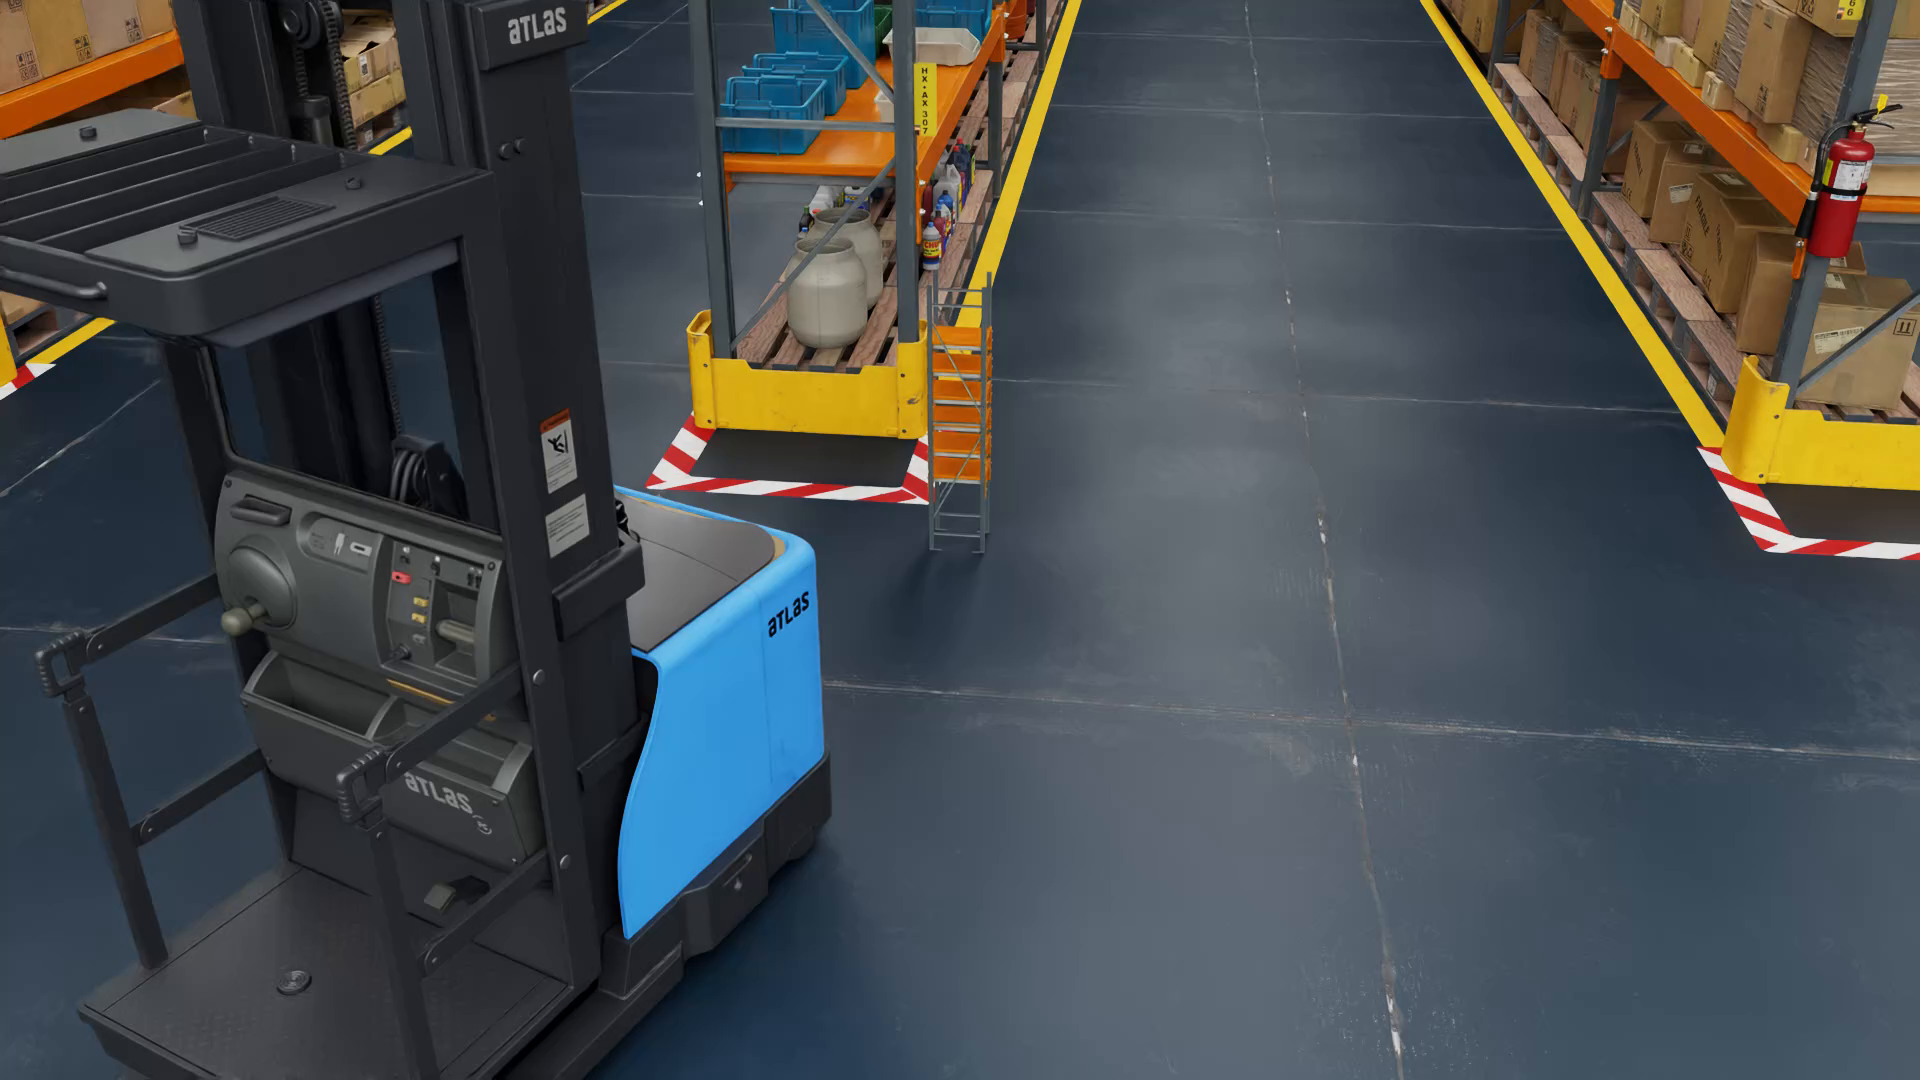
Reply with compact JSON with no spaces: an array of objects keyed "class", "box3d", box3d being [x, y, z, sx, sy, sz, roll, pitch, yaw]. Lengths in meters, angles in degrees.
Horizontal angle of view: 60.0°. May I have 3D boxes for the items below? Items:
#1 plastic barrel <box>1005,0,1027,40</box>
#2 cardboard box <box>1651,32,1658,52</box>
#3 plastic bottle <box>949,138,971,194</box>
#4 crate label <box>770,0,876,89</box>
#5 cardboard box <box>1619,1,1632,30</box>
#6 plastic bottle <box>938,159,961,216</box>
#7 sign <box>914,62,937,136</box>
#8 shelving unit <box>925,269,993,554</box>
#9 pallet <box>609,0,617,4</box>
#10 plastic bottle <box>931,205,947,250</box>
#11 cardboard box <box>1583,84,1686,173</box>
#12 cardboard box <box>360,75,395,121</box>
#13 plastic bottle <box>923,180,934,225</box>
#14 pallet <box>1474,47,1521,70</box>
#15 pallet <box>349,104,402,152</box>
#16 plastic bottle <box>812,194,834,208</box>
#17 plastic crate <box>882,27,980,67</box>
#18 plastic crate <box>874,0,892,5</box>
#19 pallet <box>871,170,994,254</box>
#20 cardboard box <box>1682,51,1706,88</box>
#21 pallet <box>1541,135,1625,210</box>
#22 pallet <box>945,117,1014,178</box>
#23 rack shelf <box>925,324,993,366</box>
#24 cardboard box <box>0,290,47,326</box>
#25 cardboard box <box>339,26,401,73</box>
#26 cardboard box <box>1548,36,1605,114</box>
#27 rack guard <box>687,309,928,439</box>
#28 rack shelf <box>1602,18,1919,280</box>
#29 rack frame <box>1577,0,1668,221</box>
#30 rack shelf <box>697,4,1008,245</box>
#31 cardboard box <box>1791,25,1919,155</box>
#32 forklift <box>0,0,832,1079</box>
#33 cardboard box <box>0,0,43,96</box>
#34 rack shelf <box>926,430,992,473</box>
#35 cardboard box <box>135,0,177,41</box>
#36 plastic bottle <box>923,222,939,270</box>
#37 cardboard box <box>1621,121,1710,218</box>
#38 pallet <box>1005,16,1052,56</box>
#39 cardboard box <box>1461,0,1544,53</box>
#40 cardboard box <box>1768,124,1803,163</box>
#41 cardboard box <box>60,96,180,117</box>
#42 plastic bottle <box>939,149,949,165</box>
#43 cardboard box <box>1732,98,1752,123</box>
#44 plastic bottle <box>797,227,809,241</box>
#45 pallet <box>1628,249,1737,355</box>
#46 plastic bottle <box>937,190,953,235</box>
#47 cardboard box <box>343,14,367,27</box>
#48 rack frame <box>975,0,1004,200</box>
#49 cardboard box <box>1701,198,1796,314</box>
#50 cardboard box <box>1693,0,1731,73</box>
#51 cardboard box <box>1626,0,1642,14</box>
[{"class":"plastic barrel","box3d":[0.323,-5.115,15.428,0.600,0.830,0.708,3,28,6]},{"class":"cardboard box","box3d":[4.313,-2.935,9.800,0.380,0.149,0.250,3,28,6]},{"class":"plastic bottle","box3d":[-0.003,-2.479,11.018,0.144,0.351,0.185,3,28,5]},{"class":"crate label","box3d":[-0.743,-2.786,9.222,0.502,0.435,0.616,3,28,6]},{"class":"cardboard box","box3d":[4.380,-3.289,10.458,0.380,0.149,0.250,3,28,6]},{"class":"plastic bottle","box3d":[-0.066,-2.237,10.568,0.144,0.351,0.185,3,28,6]},{"class":"sign","box3d":[-0.155,-1.977,7.464,0.100,0.325,0.005,3,28,6]},{"class":"shelving unit","box3d":[-0.002,-0.521,6.953,0.258,1.200,0.189,3,28,6]},{"class":"pallet","box3d":[-4.208,-6.214,18.562,1.003,0.211,1.213,3,28,6]},{"class":"plastic bottle","box3d":[-0.127,-1.878,9.986,0.097,0.271,0.097,0,28,0]},{"class":"cardboard box","box3d":[4.802,-2.865,11.577,0.700,0.500,0.500,1,28,2]},{"class":"cardboard box","box3d":[-4.767,-3.452,12.951,0.500,0.250,0.500,4,29,7]},{"class":"plastic bottle","box3d":[-0.196,-2.137,10.454,0.061,0.283,0.133,3,28,6]},{"class":"pallet","box3d":[5.367,-4.506,15.391,1.003,0.211,1.213,3,28,6]},{"class":"pallet","box3d":[-5.074,-3.183,12.935,1.003,0.211,1.213,3,28,6]},{"class":"plastic bottle","box3d":[-0.835,-1.956,10.125,0.152,0.276,0.135,3,28,5]},{"class":"plastic crate","box3d":[-0.158,-2.876,9.705,0.530,0.136,0.437,3,28,6]},{"class":"plastic crate","box3d":[-0.401,-3.505,10.659,0.767,0.338,0.504,3,28,6]},{"class":"pallet","box3d":[-0.334,-2.230,11.167,1.003,0.211,1.213,3,28,6]},{"class":"cardboard box","box3d":[4.210,-2.583,9.146,0.380,0.149,0.250,3,28,6]},{"class":"pallet","box3d":[4.799,-2.623,11.896,1.003,0.211,1.213,3,28,6]},{"class":"pallet","box3d":[-0.153,-2.916,12.440,1.003,0.211,1.213,3,28,6]},{"class":"rack shelf","box3d":[-0.002,-0.799,6.803,0.258,0.103,0.180,3,28,6]},{"class":"cardboard box","box3d":[-5.330,-1.392,9.128,0.500,0.250,0.500,3,28,6]},{"class":"cardboard box","box3d":[-4.699,-3.942,13.269,0.500,0.311,0.500,2,28,5]},{"class":"cardboard box","box3d":[5.015,-3.614,12.968,0.700,0.500,0.500,6,29,10]},{"class":"rack guard","box3d":[-0.738,-0.827,8.258,1.175,0.500,0.348,3,28,6]},{"class":"rack shelf","box3d":[4.460,-2.226,8.977,1.077,0.370,4.000,3,28,6]},{"class":"rack frame","box3d":[4.705,-3.484,10.554,1.000,3.000,0.127,3,28,6]},{"class":"rack shelf","box3d":[-0.455,-2.513,9.511,1.077,0.370,4.000,3,28,6]},{"class":"cardboard box","box3d":[4.310,-2.033,7.442,0.875,0.500,0.500,3,28,6]},{"class":"forklift","box3d":[-1.575,0.150,3.880,1.130,2.935,3.031,15,32,25]},{"class":"cardboard box","box3d":[-5.487,-2.689,8.973,0.700,0.500,0.500,4,29,8]},{"class":"rack shelf","box3d":[-0.002,-0.377,7.031,0.258,0.103,0.180,3,28,6]},{"class":"cardboard box","box3d":[-5.298,-3.411,10.314,0.700,0.500,0.500,4,29,7]},{"class":"plastic bottle","box3d":[-0.169,-1.717,9.687,0.097,0.271,0.097,0,28,0]},{"class":"cardboard box","box3d":[4.617,-2.382,10.702,0.500,0.500,0.500,3,28,5]},{"class":"pallet","box3d":[0.335,-4.800,15.938,1.003,0.211,1.213,3,28,6]},{"class":"cardboard box","box3d":[5.301,-4.940,15.054,1.225,0.875,0.875,2,28,4]},{"class":"cardboard box","box3d":[4.056,-1.875,7.832,0.380,0.149,0.250,3,28,6]},{"class":"cardboard box","box3d":[-5.143,-2.428,10.260,0.500,0.500,0.500,3,28,6]},{"class":"plastic bottle","box3d":[-0.146,-2.488,11.034,0.144,0.351,0.185,3,28,6]},{"class":"cardboard box","box3d":[4.182,-2.226,8.484,0.380,0.149,0.250,3,28,6]},{"class":"plastic bottle","box3d":[-0.910,-1.740,9.805,0.097,0.201,0.097,0,28,0]},{"class":"pallet","box3d":[4.511,-1.362,9.556,1.003,0.211,1.213,3,28,6]},{"class":"plastic bottle","box3d":[-0.090,-2.020,10.250,0.097,0.271,0.097,0,28,0]},{"class":"cardboard box","box3d":[-5.175,-4.206,13.760,0.500,0.311,0.500,3,28,6]},{"class":"rack frame","box3d":[-0.210,-3.772,11.088,1.000,3.000,0.127,3,28,6]},{"class":"cardboard box","box3d":[4.443,-1.555,9.167,0.500,0.500,0.500,6,29,11]},{"class":"cardboard box","box3d":[4.429,-2.743,8.760,0.875,0.500,0.500,3,28,6]},{"class":"cardboard box","box3d":[4.589,-3.451,10.073,0.875,0.500,0.500,3,28,6]}]
